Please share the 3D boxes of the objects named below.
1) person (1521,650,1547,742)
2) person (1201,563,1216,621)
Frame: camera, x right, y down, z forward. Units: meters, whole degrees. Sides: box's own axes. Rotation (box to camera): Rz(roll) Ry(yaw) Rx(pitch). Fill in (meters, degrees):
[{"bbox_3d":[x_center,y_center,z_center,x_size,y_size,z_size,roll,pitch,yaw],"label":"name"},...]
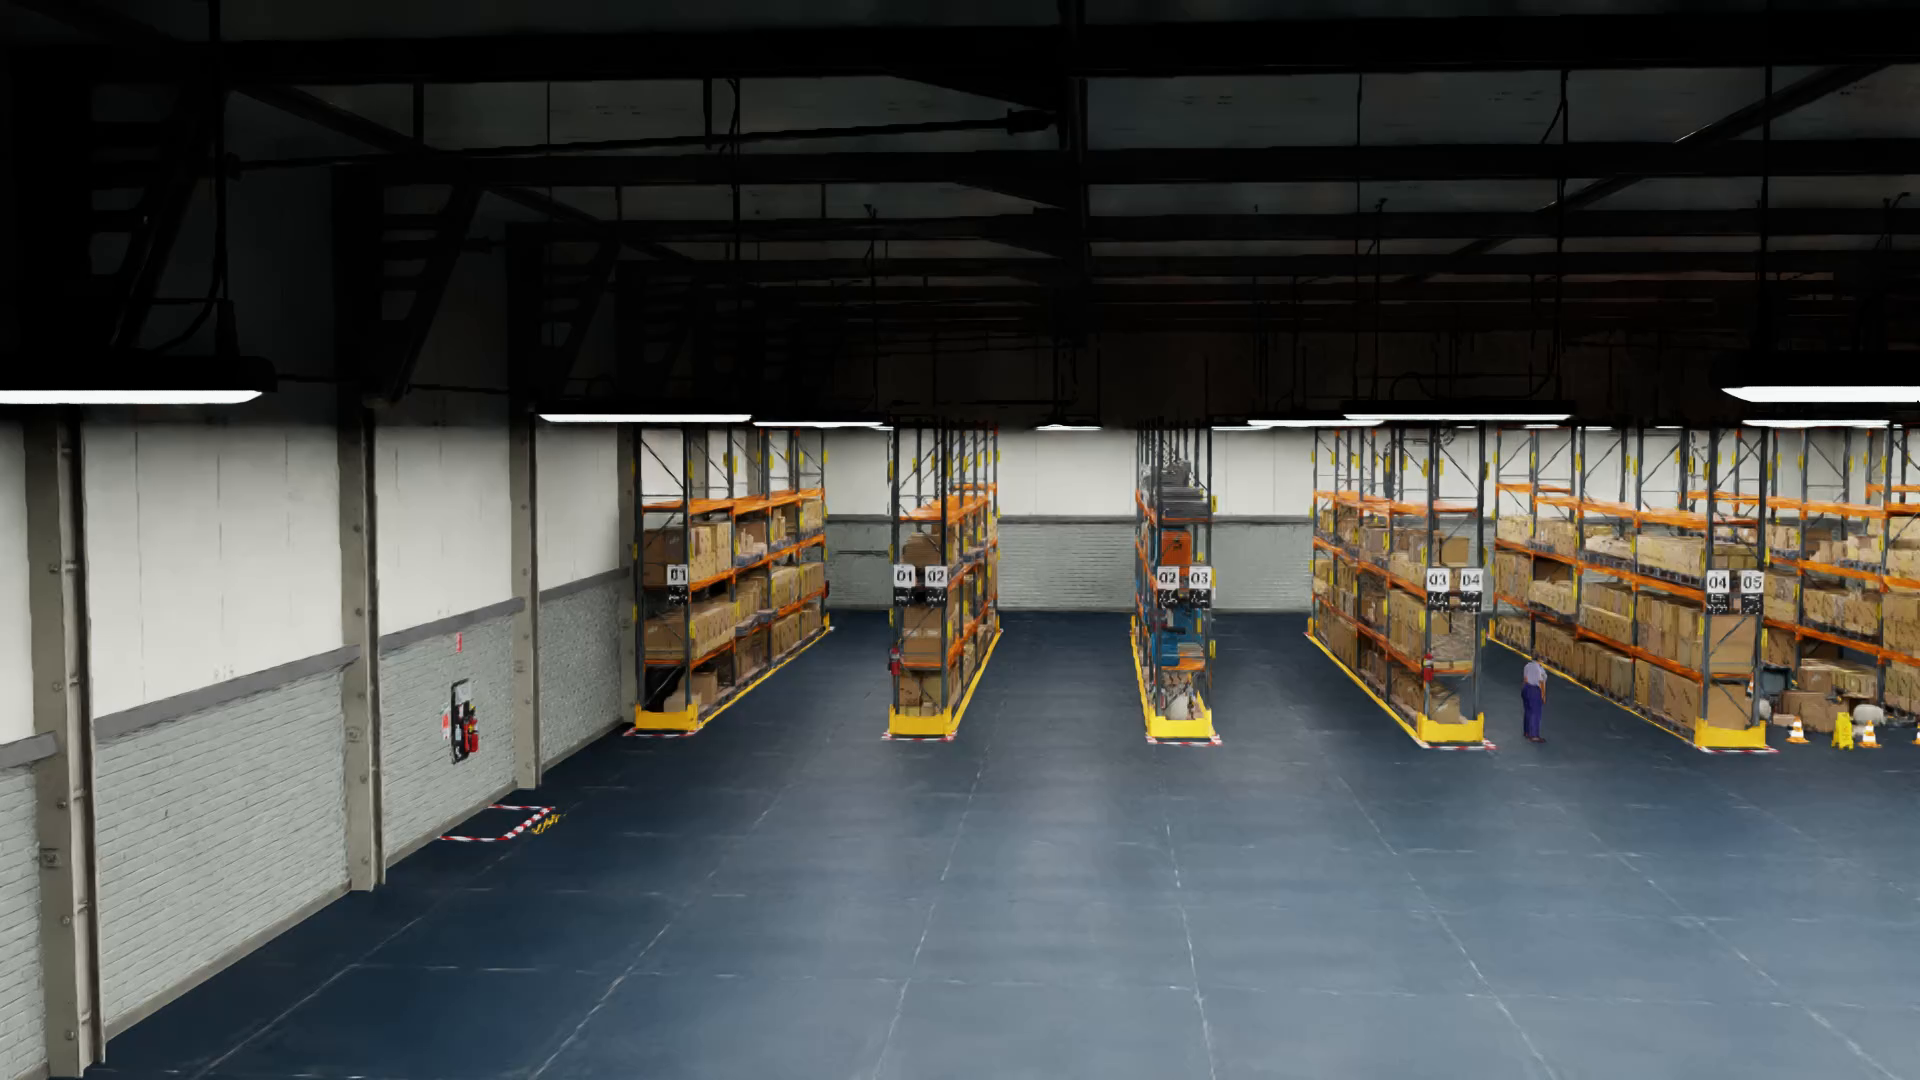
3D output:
[{"bbox_3d":[10.689,2.872,30.854,0.445,1.657,0.578,-2,4,-22],"label":"person"},{"bbox_3d":[7.396,1.555,50.282,0.778,1.768,0.560,-3,5,-35],"label":"person"}]
